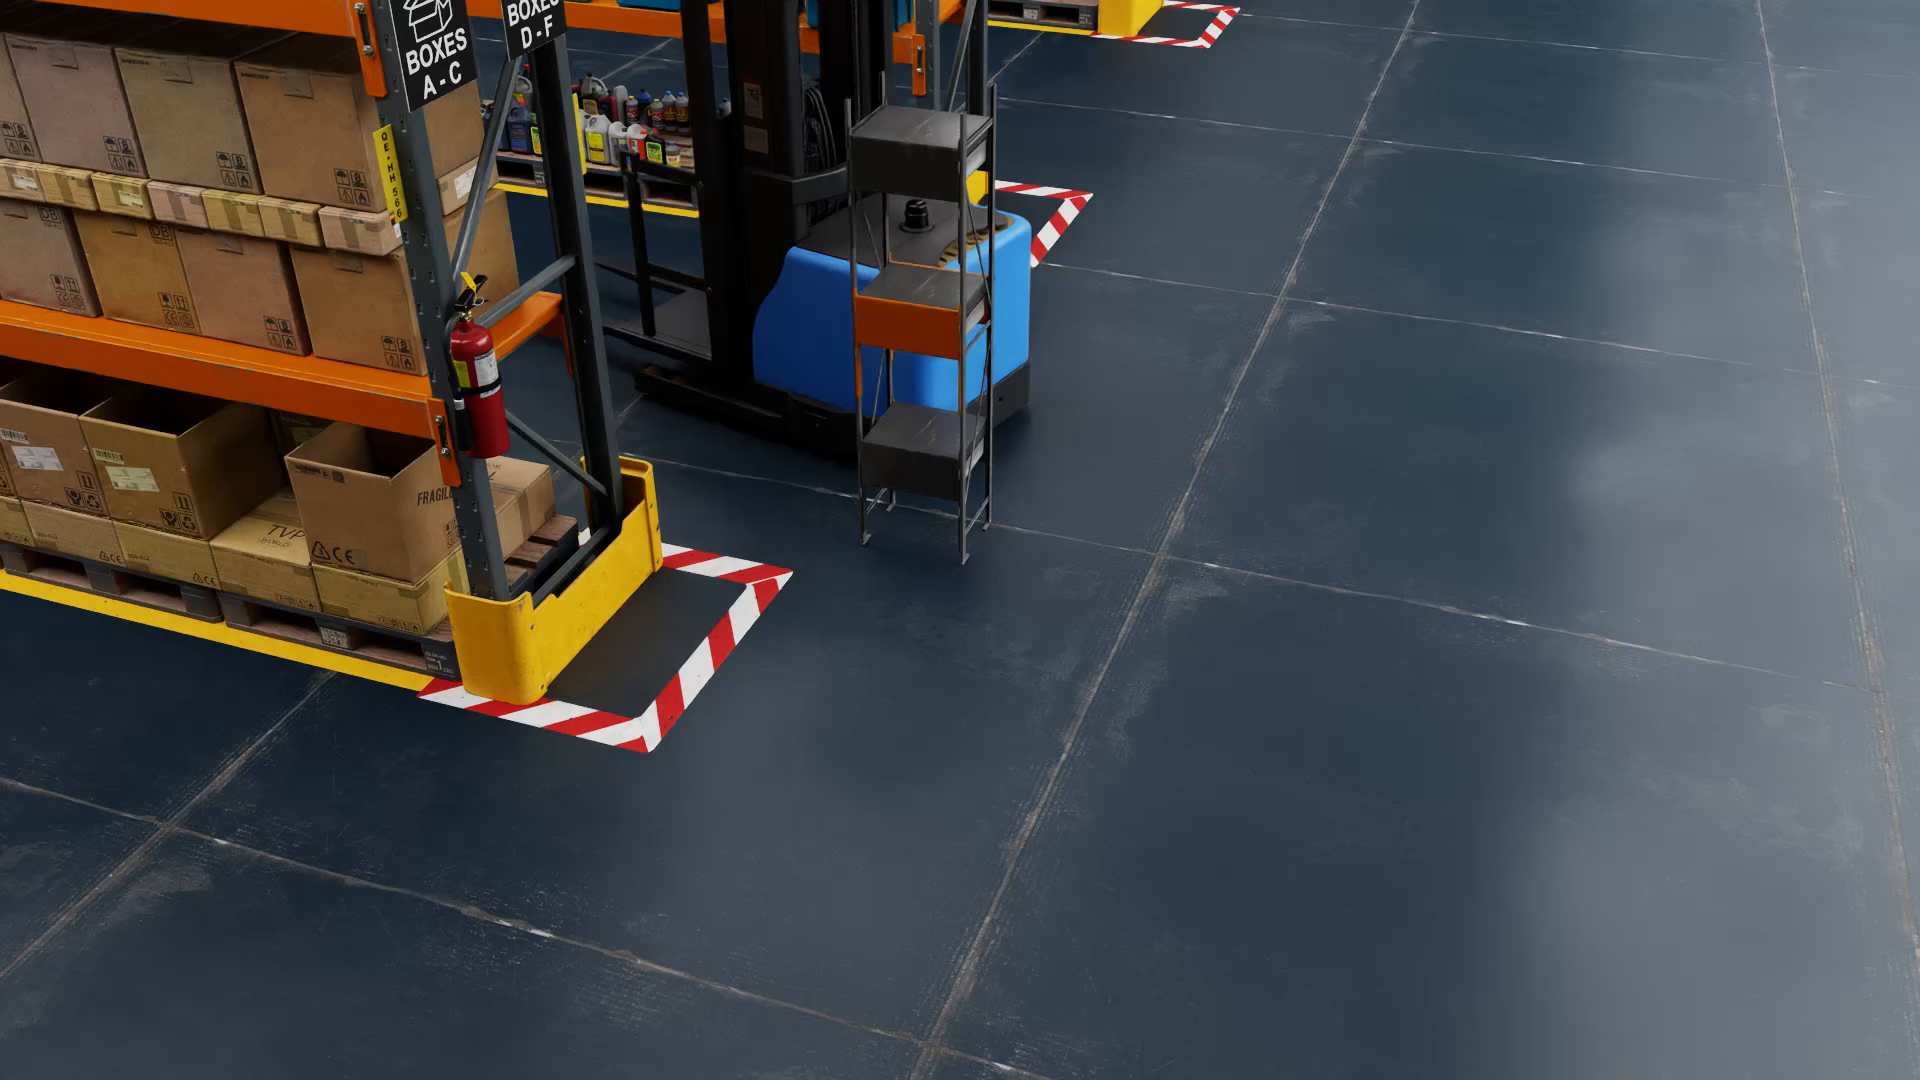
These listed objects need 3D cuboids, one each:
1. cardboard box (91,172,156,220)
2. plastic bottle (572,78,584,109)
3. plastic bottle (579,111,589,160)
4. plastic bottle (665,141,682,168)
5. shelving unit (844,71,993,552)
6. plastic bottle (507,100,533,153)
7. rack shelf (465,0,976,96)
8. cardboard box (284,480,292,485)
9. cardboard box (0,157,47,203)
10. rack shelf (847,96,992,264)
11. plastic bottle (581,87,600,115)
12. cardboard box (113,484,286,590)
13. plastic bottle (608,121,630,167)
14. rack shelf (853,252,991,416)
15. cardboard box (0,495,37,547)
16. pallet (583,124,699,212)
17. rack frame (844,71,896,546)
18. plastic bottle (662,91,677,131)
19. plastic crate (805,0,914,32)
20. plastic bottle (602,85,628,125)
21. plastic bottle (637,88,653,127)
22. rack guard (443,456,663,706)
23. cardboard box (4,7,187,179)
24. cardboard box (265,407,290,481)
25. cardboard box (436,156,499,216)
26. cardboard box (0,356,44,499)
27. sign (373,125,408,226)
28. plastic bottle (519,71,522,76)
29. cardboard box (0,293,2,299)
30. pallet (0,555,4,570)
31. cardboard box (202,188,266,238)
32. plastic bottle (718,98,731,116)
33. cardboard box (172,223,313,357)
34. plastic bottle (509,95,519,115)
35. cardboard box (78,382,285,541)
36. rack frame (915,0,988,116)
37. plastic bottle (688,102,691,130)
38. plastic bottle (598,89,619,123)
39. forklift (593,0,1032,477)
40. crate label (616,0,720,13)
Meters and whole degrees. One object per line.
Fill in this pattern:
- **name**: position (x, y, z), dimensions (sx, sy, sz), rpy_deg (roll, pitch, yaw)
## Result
- **cardboard box**: position (-3.113, -1.391, 6.449), dimensions (0.250, 0.149, 0.380), rpy_deg (12, 35, 18)
- **plastic bottle**: position (-2.757, -3.205, 12.048), dimensions (0.133, 0.283, 0.061), rpy_deg (13, 35, 20)
- **plastic bottle**: position (-2.611, -2.776, 11.321), dimensions (0.185, 0.351, 0.144), rpy_deg (11, 34, 16)
- **plastic bottle**: position (-1.920, -2.565, 11.132), dimensions (0.097, 0.201, 0.097), rpy_deg (0, 33, 0)
- **shelving unit**: position (-0.158, -0.913, 7.228), dimensions (0.499, 2.100, 0.431), rpy_deg (11, 34, 16)
- **plastic bottle**: position (-3.011, -2.854, 11.441), dimensions (0.185, 0.351, 0.144), rpy_deg (10, 34, 14)
- **rack shelf**: position (-1.926, -3.508, 11.081), dimensions (4.000, 0.370, 1.077), rpy_deg (11, 34, 16)
- **cardboard box**: position (-3.090, -0.330, 7.643), dimensions (0.500, 0.250, 0.500), rpy_deg (11, 34, 16)
- **cardboard box**: position (-3.603, -1.485, 6.595), dimensions (0.250, 0.149, 0.380), rpy_deg (11, 34, 16)
- **rack shelf**: position (-0.156, -1.489, 6.855), dimensions (0.480, 0.518, 0.431), rpy_deg (11, 34, 16)
- **plastic bottle**: position (-2.631, -3.098, 11.881), dimensions (0.133, 0.283, 0.061), rpy_deg (11, 34, 16)
- **cardboard box**: position (-3.269, -0.060, 7.225), dimensions (0.500, 0.250, 0.500), rpy_deg (11, 34, 16)
- **plastic bottle**: position (-2.279, -2.682, 11.244), dimensions (0.135, 0.276, 0.152), rpy_deg (10, 34, 15)
- **rack shelf**: position (-0.156, -0.901, 7.235), dimensions (0.480, 0.518, 0.431), rpy_deg (11, 34, 16)
- **cardboard box**: position (-4.211, -0.241, 7.505), dimensions (0.500, 0.250, 0.500), rpy_deg (11, 34, 16)
- **pallet**: position (-2.038, -2.638, 11.641), dimensions (1.213, 0.211, 1.003), rpy_deg (11, 34, 16)
- **rack frame**: position (-0.386, -0.957, 7.297), dimensions (0.015, 2.100, 0.400), rpy_deg (11, 34, 16)
- **plastic bottle**: position (-2.062, -3.054, 11.825), dimensions (0.097, 0.271, 0.097), rpy_deg (0, 33, 0)
- **plastic crate**: position (-0.616, -3.320, 10.264), dimensions (0.616, 0.251, 0.499), rpy_deg (11, 34, 16)
- **plastic bottle**: position (-2.469, -3.120, 11.922), dimensions (0.135, 0.276, 0.152), rpy_deg (12, 35, 17)
- **plastic bottle**: position (-2.253, -3.092, 11.883), dimensions (0.097, 0.271, 0.097), rpy_deg (0, 33, 0)
- **rack guard**: position (-1.695, 0.139, 7.074), dimensions (0.348, 0.500, 1.175), rpy_deg (11, 34, 16)
- **cardboard box**: position (-3.175, -1.789, 6.468), dimensions (0.500, 0.500, 0.700), rpy_deg (11, 34, 17)
- **cardboard box**: position (-3.094, -0.639, 7.431), dimensions (0.500, 0.500, 0.500), rpy_deg (11, 34, 16)
- **cardboard box**: position (-2.015, -1.412, 6.481), dimensions (0.250, 0.149, 0.380), rpy_deg (11, 34, 16)
- **cardboard box**: position (-4.211, -0.556, 7.302), dimensions (0.500, 0.500, 0.500), rpy_deg (11, 34, 16)
- **sign**: position (-1.914, -1.227, 5.599), dimensions (0.005, 0.325, 0.100), rpy_deg (11, 34, 16)
- **plastic bottle**: position (-3.245, -3.300, 12.194), dimensions (0.133, 0.283, 0.061), rpy_deg (13, 35, 19)
- **cardboard box**: position (-4.094, -1.424, 7.099), dimensions (0.500, 0.500, 0.700), rpy_deg (12, 35, 17)
- **pallet**: position (-4.749, -0.309, 8.034), dimensions (1.213, 0.211, 1.003), rpy_deg (11, 34, 16)
- **cardboard box**: position (-2.630, -1.296, 6.302), dimensions (0.250, 0.149, 0.380), rpy_deg (11, 34, 16)
- **plastic bottle**: position (-1.645, -2.973, 11.700), dimensions (0.097, 0.271, 0.097), rpy_deg (0, 33, 0)
- **cardboard box**: position (-4.772, -1.144, 7.438), dimensions (4.930, 1.340, 1.023), rpy_deg (12, 35, 18)
- **plastic bottle**: position (-3.140, -2.962, 11.609), dimensions (0.185, 0.351, 0.144), rpy_deg (11, 34, 16)
- **cardboard box**: position (-3.270, -0.373, 7.019), dimensions (0.500, 0.500, 0.500), rpy_deg (11, 34, 16)
- **rack frame**: position (-0.043, -3.444, 10.319), dimensions (0.127, 3.000, 1.000), rpy_deg (11, 34, 16)
- **plastic bottle**: position (-1.852, -3.029, 11.775), dimensions (0.133, 0.283, 0.061), rpy_deg (12, 35, 17)
- **plastic bottle**: position (-2.504, -3.068, 11.836), dimensions (0.133, 0.283, 0.061), rpy_deg (11, 34, 16)
- **forklift**: position (-1.077, -1.976, 8.108), dimensions (3.499, 2.935, 1.607), rpy_deg (20, 38, 28)
- **crate label**: position (-1.867, -3.658, 10.617), dimensions (0.616, 0.435, 0.502), rpy_deg (11, 34, 16)
